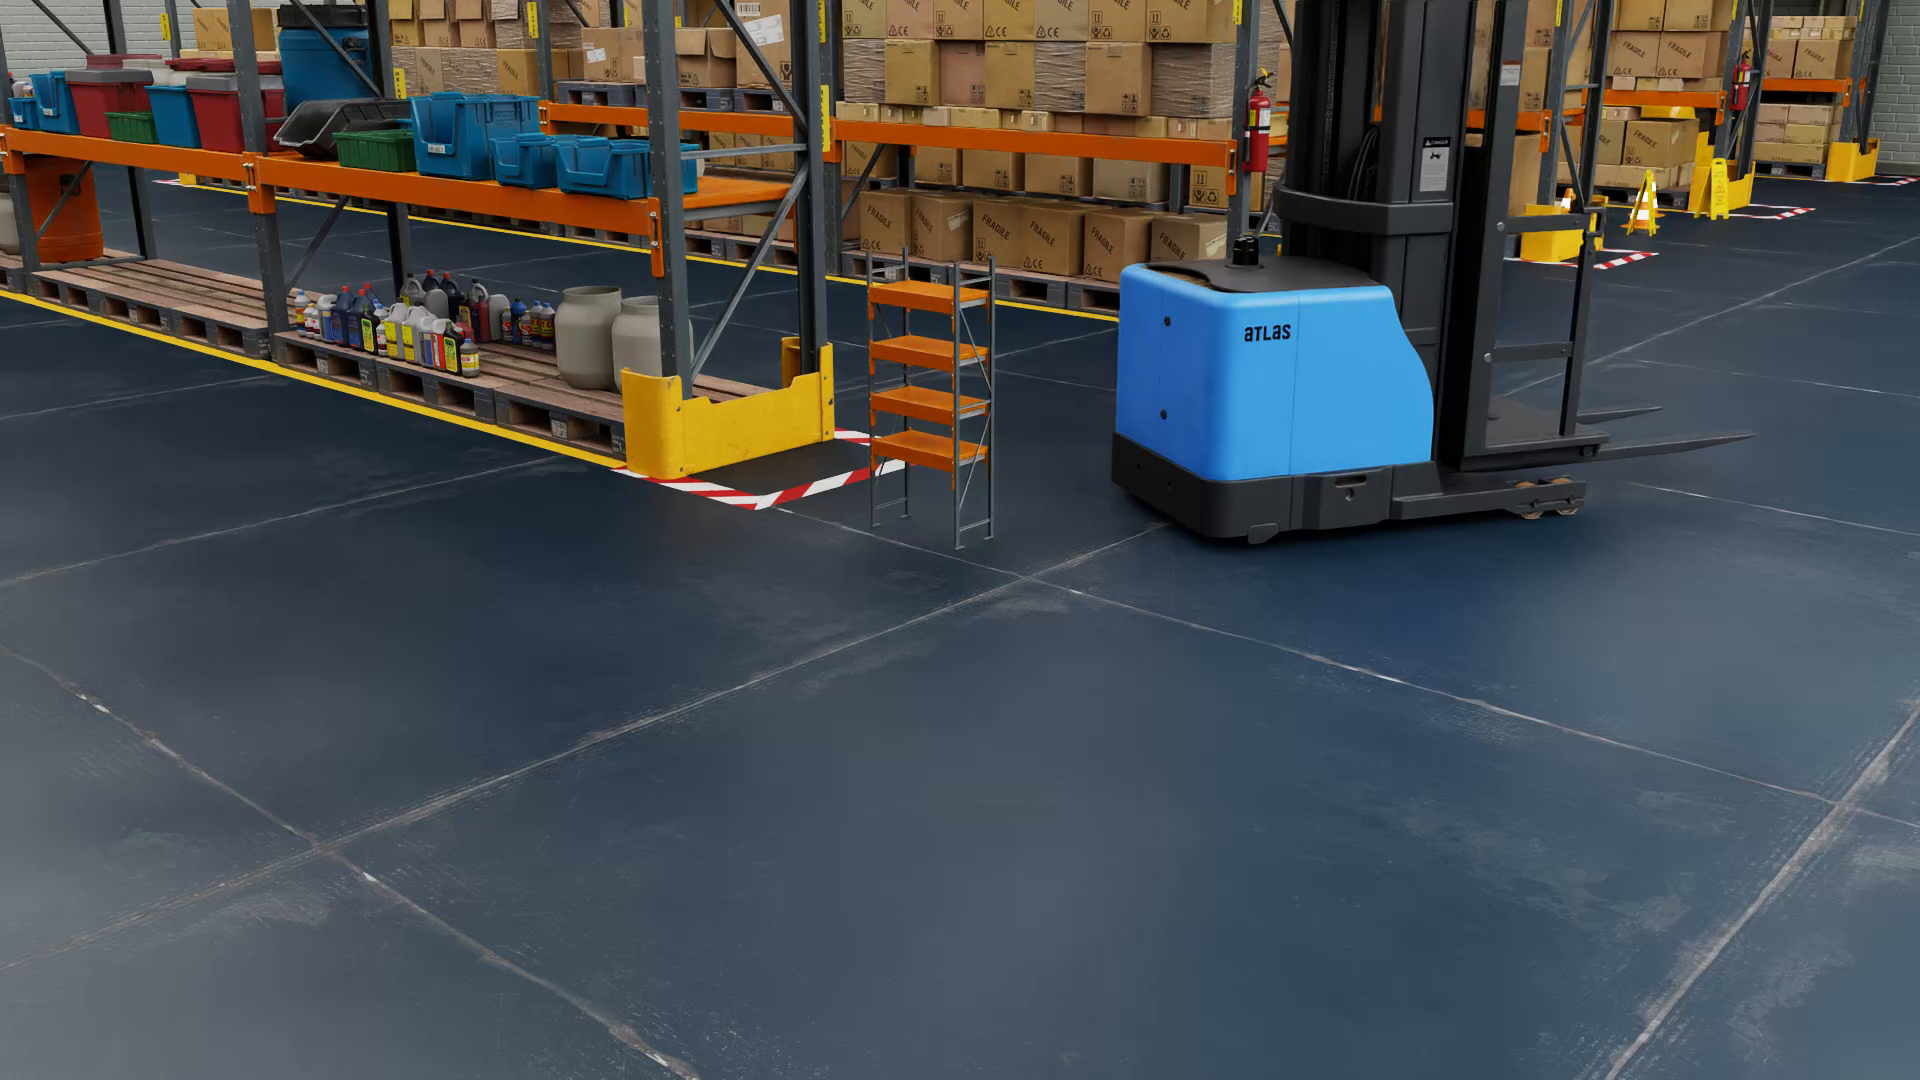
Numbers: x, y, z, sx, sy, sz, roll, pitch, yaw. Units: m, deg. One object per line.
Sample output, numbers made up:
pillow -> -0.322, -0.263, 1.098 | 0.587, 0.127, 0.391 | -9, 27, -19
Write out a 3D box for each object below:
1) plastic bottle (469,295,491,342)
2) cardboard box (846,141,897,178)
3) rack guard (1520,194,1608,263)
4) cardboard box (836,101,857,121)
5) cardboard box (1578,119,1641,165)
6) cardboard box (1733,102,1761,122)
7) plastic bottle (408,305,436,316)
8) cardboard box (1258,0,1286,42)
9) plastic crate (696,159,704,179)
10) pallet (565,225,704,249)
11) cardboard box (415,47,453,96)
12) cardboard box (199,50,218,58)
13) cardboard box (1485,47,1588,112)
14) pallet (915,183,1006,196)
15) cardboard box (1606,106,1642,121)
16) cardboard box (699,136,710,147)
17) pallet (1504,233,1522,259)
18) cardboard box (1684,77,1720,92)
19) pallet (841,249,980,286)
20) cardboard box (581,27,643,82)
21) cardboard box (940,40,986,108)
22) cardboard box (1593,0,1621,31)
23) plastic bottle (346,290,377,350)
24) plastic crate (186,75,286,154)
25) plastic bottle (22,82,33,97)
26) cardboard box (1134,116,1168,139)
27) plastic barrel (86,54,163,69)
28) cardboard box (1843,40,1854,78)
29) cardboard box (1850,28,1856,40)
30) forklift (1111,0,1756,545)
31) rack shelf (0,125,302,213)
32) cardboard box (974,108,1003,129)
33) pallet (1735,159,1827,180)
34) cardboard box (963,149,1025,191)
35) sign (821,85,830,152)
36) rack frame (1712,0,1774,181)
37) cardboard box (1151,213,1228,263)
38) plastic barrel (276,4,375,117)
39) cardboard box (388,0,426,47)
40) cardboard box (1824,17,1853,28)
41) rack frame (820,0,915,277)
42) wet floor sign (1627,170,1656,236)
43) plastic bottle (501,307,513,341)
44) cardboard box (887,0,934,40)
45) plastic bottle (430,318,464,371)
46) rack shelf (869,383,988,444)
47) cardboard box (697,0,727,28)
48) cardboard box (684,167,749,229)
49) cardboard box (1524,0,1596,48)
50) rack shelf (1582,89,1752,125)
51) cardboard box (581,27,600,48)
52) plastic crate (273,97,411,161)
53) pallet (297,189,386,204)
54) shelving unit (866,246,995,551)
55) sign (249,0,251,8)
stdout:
plastic bottle -> -2.952, -1.366, 10.221 | 0.133, 0.283, 0.061 | 15, 23, 39
cardboard box -> -1.061, -4.784, 20.664 | 0.500, 0.500, 0.500 | 15, 23, 39
rack guard -> 5.606, -2.899, 15.421 | 0.348, 0.500, 1.175 | 15, 23, 39
cardboard box -> -0.810, -3.566, 13.804 | 0.250, 0.149, 0.380 | 15, 23, 39
cardboard box -> 7.634, -4.689, 19.539 | 0.500, 0.500, 0.500 | 16, 24, 41
cardboard box -> 10.769, -5.948, 23.093 | 0.500, 0.250, 0.500 | 15, 23, 40
plastic bottle -> -3.192, -1.247, 9.858 | 0.135, 0.276, 0.152 | 15, 23, 39
cardboard box -> 1.990, -3.832, 11.917 | 0.500, 0.500, 0.500 | 15, 23, 39
plastic crate -> -1.523, -2.000, 8.891 | 0.250, 0.136, 0.298 | 15, 23, 39
pallet -> -3.180, -3.114, 16.574 | 1.213, 0.211, 1.003 | 15, 23, 39
cardboard box -> -5.436, -4.998, 17.736 | 0.500, 0.500, 0.500 | 16, 23, 40
cardboard box -> -9.174, -6.016, 20.866 | 0.500, 0.250, 0.500 | 15, 23, 39
cardboard box -> 5.281, -4.231, 15.238 | 0.550, 0.550, 0.875 | 15, 23, 39
pallet -> 0.144, -4.197, 19.989 | 1.213, 0.211, 1.003 | 15, 23, 39
cardboard box -> 7.707, -4.952, 19.297 | 0.250, 0.149, 0.380 | 16, 24, 41
cardboard box -> -3.446, -5.633, 23.430 | 0.250, 0.149, 0.380 | 16, 24, 42
pallet -> 4.938, -2.909, 15.930 | 1.213, 0.211, 1.003 | 15, 23, 39
cardboard box -> 8.377, -5.143, 18.773 | 0.250, 0.149, 0.380 | 16, 24, 41
pallet -> -0.245, -2.341, 14.139 | 1.213, 0.211, 1.003 | 15, 23, 39
cardboard box -> -3.333, -4.749, 16.256 | 0.500, 0.500, 0.500 | 12, 21, 33
cardboard box -> 0.316, -3.696, 13.142 | 0.500, 0.500, 0.875 | 15, 23, 39
cardboard box -> 7.448, -6.138, 19.182 | 0.500, 0.500, 0.700 | 15, 23, 39
plastic bottle -> -3.589, -1.330, 9.994 | 0.185, 0.351, 0.144 | 14, 22, 37
plastic crate -> -4.624, -2.735, 10.664 | 0.583, 0.464, 0.402 | 15, 23, 39
plastic bottle -> -8.092, -3.840, 14.464 | 0.097, 0.271, 0.097 | 0, 18, 0
cardboard box -> 1.463, -2.973, 11.937 | 0.250, 0.149, 0.380 | 15, 23, 39
plastic barrel -> -6.502, -3.520, 13.018 | 0.708, 0.536, 0.600 | 15, 23, 39
cardboard box -> 11.904, -6.570, 22.688 | 0.500, 0.500, 0.500 | 16, 24, 41
cardboard box -> 12.009, -6.843, 22.478 | 0.250, 0.149, 0.380 | 14, 23, 38
forklift -> 2.278, -1.631, 7.405 | 3.031, 2.935, 1.130 | -6, 19, -19
rack shelf -> -5.555, -2.735, 11.960 | 4.000, 0.370, 1.077 | 15, 23, 39
cardboard box -> 0.321, -3.268, 12.865 | 0.250, 0.149, 0.380 | 15, 23, 39
pallet -> 11.491, -5.175, 23.068 | 1.213, 0.211, 1.003 | 15, 23, 39
cardboard box -> 0.657, -4.512, 19.396 | 0.750, 0.750, 1.050 | 15, 23, 40
sign -> -0.699, -2.129, 8.403 | 0.005, 0.325, 0.100 | 15, 23, 39
rack frame -> 8.798, -5.236, 18.651 | 0.127, 3.000, 1.000 | 15, 23, 39
cardboard box -> 1.765, -2.132, 12.308 | 0.500, 0.500, 0.500 | -13, 22, -36
plastic barrel -> -4.147, -3.061, 10.971 | 0.708, 0.901, 0.600 | 15, 23, 39
cardboard box -> -5.766, -5.662, 18.171 | 0.637, 0.503, 0.797 | 15, 23, 40
cardboard box -> 11.683, -6.883, 22.110 | 0.250, 0.149, 0.380 | 15, 23, 39
rack frame -> -0.771, -3.797, 14.117 | 0.127, 3.000, 1.000 | 15, 23, 39
wet floor sign -> 6.924, -3.416, 16.808 | 0.232, 0.644, 0.267 | 11, 20, 30
plastic bottle -> -2.775, -1.334, 10.254 | 0.097, 0.201, 0.097 | 0, 18, 0
cardboard box -> -0.228, -4.215, 13.124 | 0.500, 0.500, 0.500 | 15, 23, 39
plastic bottle -> -2.902, -1.111, 9.429 | 0.135, 0.276, 0.152 | 15, 23, 40
rack shelf -> -0.124, -0.541, 7.055 | 0.480, 0.148, 0.258 | 15, 23, 39
cardboard box -> -3.563, -7.317, 22.898 | 0.500, 0.500, 0.500 | 16, 23, 41
cardboard box -> -2.397, -3.268, 15.854 | 0.700, 0.500, 0.500 | -16, 24, -41
cardboard box -> 5.337, -4.765, 15.135 | 0.550, 0.550, 0.875 | 15, 23, 39
rack shelf -> 7.303, -5.295, 20.025 | 4.000, 0.370, 1.077 | 15, 23, 39
cardboard box -> -5.066, -7.041, 23.682 | 0.500, 0.500, 0.500 | 14, 23, 38
plastic crate -> -3.752, -2.513, 10.173 | 0.504, 0.338, 0.767 | 15, 23, 39
pallet -> -7.272, -4.244, 20.137 | 1.213, 0.211, 1.003 | 15, 23, 39
shelving unit -> -0.124, -0.605, 7.035 | 0.503, 1.200, 0.258 | 15, 23, 39
sign -> -9.376, -6.991, 21.876 | 0.005, 0.325, 0.100 | 15, 23, 39
